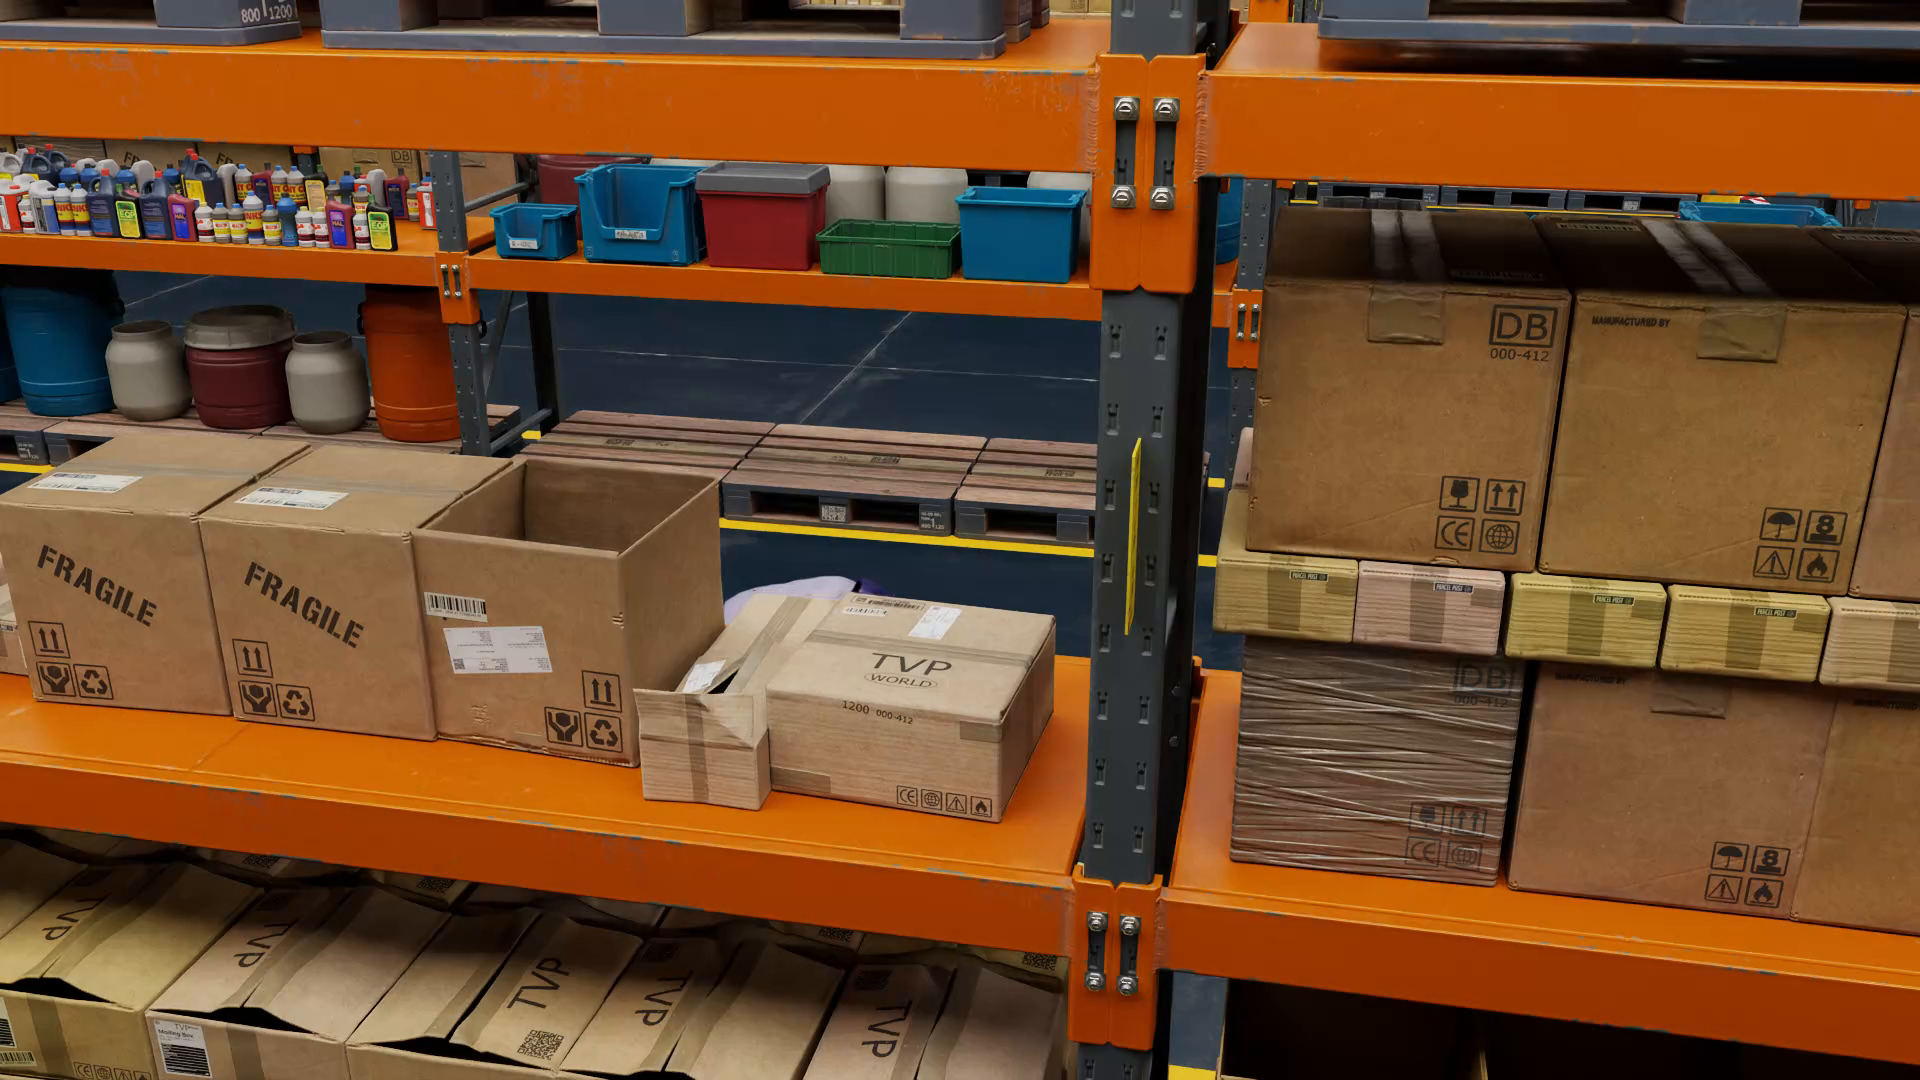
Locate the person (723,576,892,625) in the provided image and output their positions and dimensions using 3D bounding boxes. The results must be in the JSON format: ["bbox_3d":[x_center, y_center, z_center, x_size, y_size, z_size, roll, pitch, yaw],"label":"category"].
[{"bbox_3d":[-0.644,0.536,5.855,0.899,0.840,0.522,3,22,9],"label":"person"}]
